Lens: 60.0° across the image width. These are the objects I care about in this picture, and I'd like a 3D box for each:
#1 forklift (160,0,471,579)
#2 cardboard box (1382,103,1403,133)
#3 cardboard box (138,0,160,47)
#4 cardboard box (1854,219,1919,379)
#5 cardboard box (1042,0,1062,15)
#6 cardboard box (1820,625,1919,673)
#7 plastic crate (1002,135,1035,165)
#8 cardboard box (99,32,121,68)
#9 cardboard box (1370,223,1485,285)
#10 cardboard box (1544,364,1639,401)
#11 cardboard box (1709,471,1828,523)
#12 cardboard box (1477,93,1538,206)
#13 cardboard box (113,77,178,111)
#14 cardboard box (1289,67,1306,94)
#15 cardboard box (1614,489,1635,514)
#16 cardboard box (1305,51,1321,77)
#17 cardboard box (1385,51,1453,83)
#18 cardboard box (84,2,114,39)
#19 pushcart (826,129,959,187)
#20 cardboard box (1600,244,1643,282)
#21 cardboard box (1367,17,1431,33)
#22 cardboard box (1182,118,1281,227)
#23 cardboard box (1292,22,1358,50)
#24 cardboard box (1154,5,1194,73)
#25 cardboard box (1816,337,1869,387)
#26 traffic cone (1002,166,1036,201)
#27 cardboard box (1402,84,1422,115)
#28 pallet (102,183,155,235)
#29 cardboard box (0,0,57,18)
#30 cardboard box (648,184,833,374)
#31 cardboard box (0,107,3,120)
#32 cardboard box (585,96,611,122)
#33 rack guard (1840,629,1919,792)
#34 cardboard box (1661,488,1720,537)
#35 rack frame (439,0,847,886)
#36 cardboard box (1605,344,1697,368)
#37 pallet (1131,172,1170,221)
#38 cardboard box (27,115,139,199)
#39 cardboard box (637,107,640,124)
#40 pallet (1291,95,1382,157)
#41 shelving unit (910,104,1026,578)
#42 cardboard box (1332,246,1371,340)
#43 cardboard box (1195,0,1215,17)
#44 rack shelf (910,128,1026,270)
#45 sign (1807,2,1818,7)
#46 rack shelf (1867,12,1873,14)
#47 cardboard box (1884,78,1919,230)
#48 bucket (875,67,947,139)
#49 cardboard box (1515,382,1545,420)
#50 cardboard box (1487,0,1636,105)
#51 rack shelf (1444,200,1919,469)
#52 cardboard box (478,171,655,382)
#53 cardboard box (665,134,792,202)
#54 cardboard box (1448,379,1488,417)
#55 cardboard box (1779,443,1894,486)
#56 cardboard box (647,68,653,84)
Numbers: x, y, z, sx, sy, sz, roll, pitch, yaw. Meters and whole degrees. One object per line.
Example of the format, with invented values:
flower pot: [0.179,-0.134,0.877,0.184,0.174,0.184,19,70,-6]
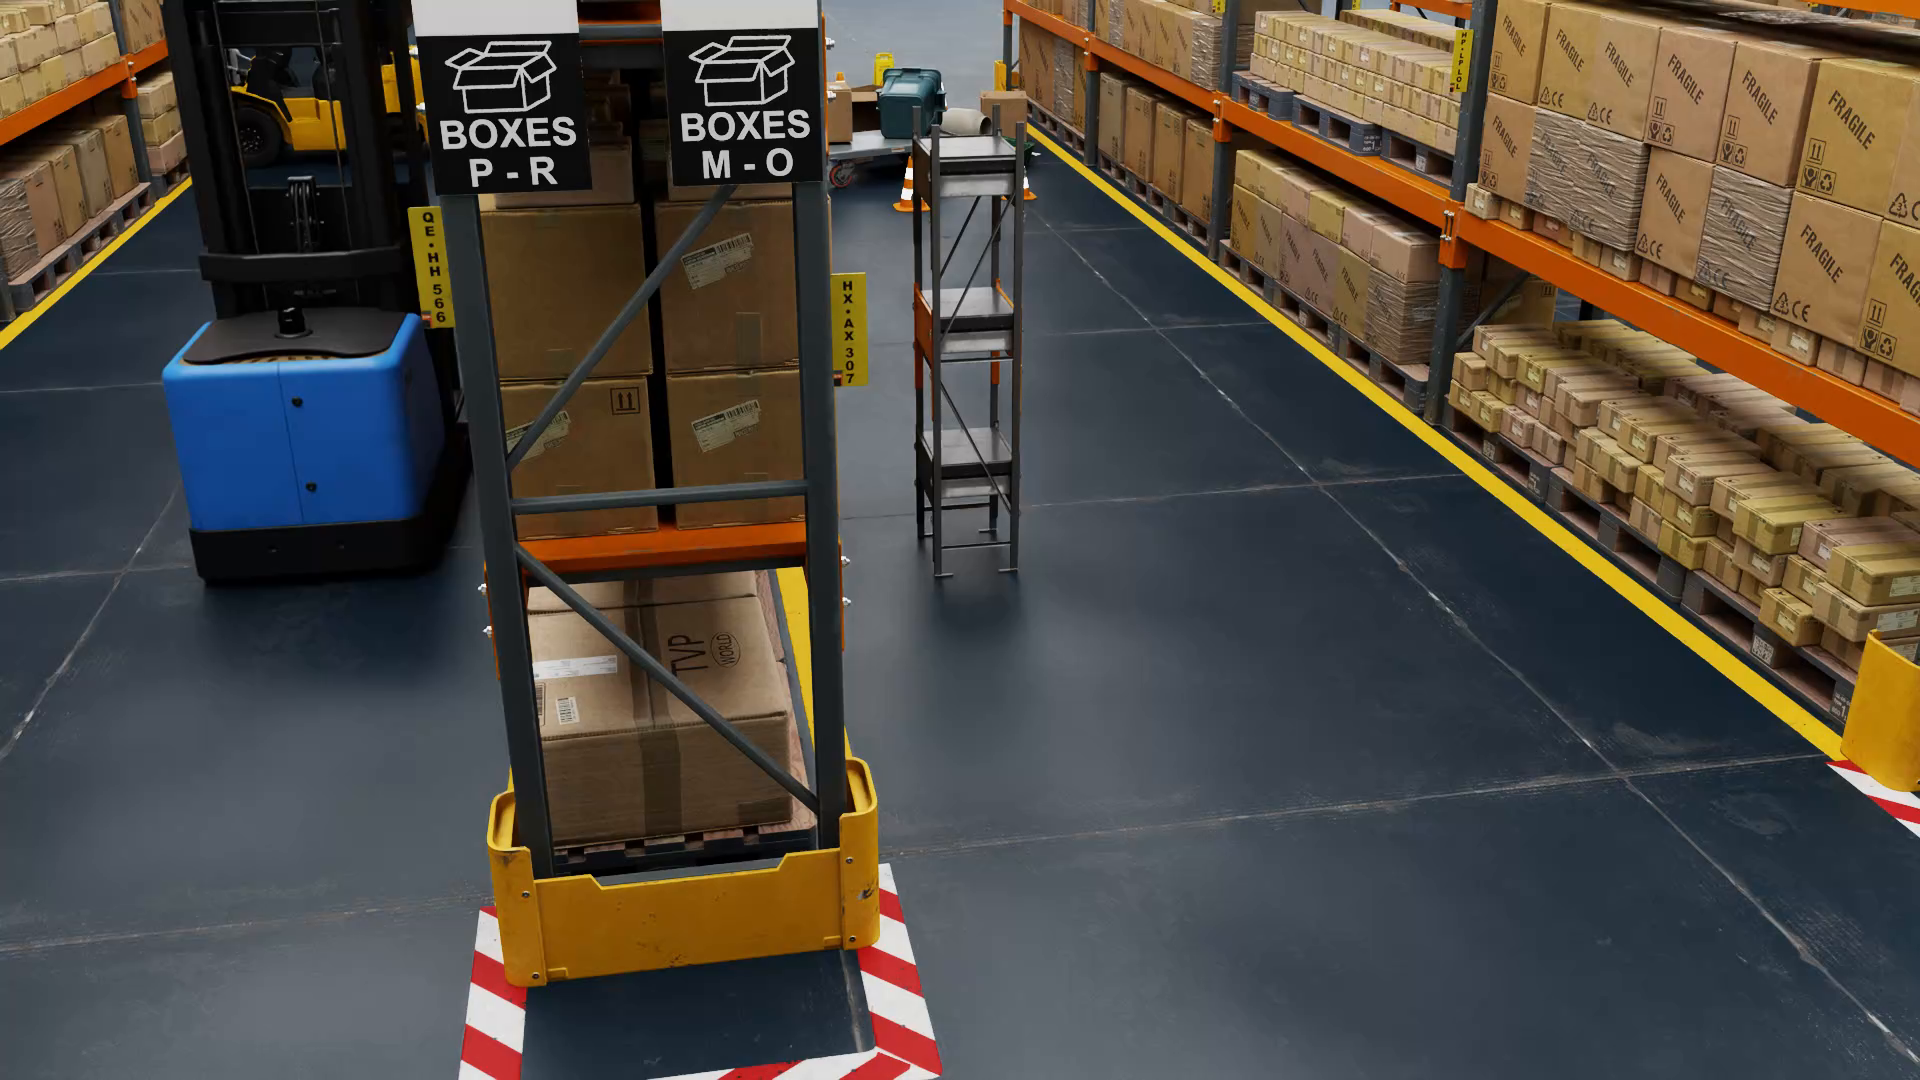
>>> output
forklift: [-3.253,-1.721,8.529,1.130,2.935,3.031,-4,24,-9]
cardboard box: [2.843,-2.614,10.276,0.380,0.149,0.250,-6,24,-12]
cardboard box: [-7.891,-4.911,15.622,0.500,0.500,0.500,-4,24,-9]
cardboard box: [3.653,-0.862,5.980,0.500,0.500,0.500,-4,24,-9]
cardboard box: [1.386,-6.092,18.264,0.875,0.550,0.500,-4,24,-10]
cardboard box: [3.687,0.400,6.624,0.380,0.149,0.250,-4,24,-9]
plastic crate: [0.451,-3.952,16.992,0.450,0.188,0.662,17,27,13]
cardboard box: [-7.603,-4.220,14.352,0.500,0.250,0.500,-4,24,-9]
cardboard box: [2.863,-1.761,10.195,0.500,0.250,0.500,-5,24,-11]
cardboard box: [3.268,-0.794,8.615,0.380,0.149,0.250,-5,24,-11]
cardboard box: [3.494,-0.173,7.192,0.380,0.149,0.250,-5,24,-12]
cardboard box: [3.094,-2.065,8.733,0.500,0.500,0.500,-5,24,-11]
cardboard box: [-7.819,-4.274,15.949,0.500,0.250,0.500,-4,24,-10]
cardboard box: [2.546,-3.238,11.705,0.380,0.149,0.250,-3,24,-7]
cardboard box: [3.405,-0.210,8.020,0.380,0.149,0.250,-4,24,-8]
cardboard box: [2.599,-3.269,11.406,0.380,0.149,0.250,-4,24,-10]
cardboard box: [2.838,-2.900,10.188,0.380,0.149,0.250,-4,24,-10]
cardboard box: [-7.611,-4.454,14.263,0.500,0.250,0.500,-5,24,-11]
pushcart: [-0.844,-3.823,16.532,1.648,0.377,0.936,-13,27,-28]
cardboard box: [3.272,-1.331,7.863,0.380,0.149,0.250,-3,24,-7]
cardboard box: [3.144,-3.658,11.925,0.380,0.149,0.250,-4,24,-8]
cardboard box: [2.486,-3.077,13.833,1.050,0.750,0.750,-5,24,-10]
cardboard box: [2.547,-3.517,11.600,0.380,0.149,0.250,-5,24,-12]
cardboard box: [1.980,-4.265,14.143,0.500,0.500,0.500,-5,24,-11]
cardboard box: [3.581,-0.713,6.448,0.380,0.149,0.250,-5,24,-10]
traffic cone: [0.534,-3.441,15.550,0.336,0.463,0.334,-4,24,-10]
cardboard box: [2.889,-2.653,9.994,0.380,0.149,0.250,-3,24,-7]
pallet: [-7.778,-2.903,14.633,1.003,0.211,1.213,-4,24,-10]
cardboard box: [-7.406,-4.192,13.166,0.380,0.149,0.250,-4,24,-9]
cardboard box: [-0.666,-0.830,5.029,0.500,0.500,0.500,-5,24,-11]
cardboard box: [-7.055,-3.018,11.600,0.500,0.250,0.500,-4,24,-10]
cardboard box: [-1.327,-1.340,5.385,0.380,0.149,0.250,-4,24,-9]
rack guard: [3.975,0.593,6.267,1.175,0.500,0.348,-4,24,-10]
cardboard box: [3.405,-0.138,7.485,0.380,0.149,0.250,-4,24,-9]
rack frame: [-0.857,-0.116,4.769,1.000,3.000,0.127,-4,24,-10]
cardboard box: [3.710,-0.939,8.946,0.380,0.149,0.250,-5,24,-10]
pallet: [2.216,-3.186,15.281,1.003,0.211,1.213,-4,24,-10]
cardboard box: [-7.846,-3.367,14.655,0.875,0.625,0.625,-3,24,-7]
cardboard box: [-1.525,-2.247,9.210,0.500,0.250,0.500,-4,24,-9]
pallet: [2.916,-2.806,11.166,1.003,0.211,1.213,-4,24,-10]
shelving unit: [0.031,-0.897,7.681,0.431,2.100,0.503,-4,24,-10]
cardboard box: [2.771,-1.617,10.803,0.500,0.500,0.500,-5,24,-11]
cardboard box: [2.342,-4.549,13.545,0.700,0.500,0.500,-5,24,-11]
rack shelf: [0.031,-1.526,7.406,0.431,0.518,0.480,-4,24,-10]
sign: [6.872,-4.447,13.337,0.100,0.325,0.005,-4,24,-10]
rack shelf: [11.161,-6.394,20.040,1.077,0.370,4.000,-4,24,-10]
cardboard box: [3.660,-1.324,5.789,0.500,0.500,0.500,-5,24,-11]
bucket: [-0.521,-4.322,16.589,0.726,0.611,0.620,4,34,9]
cardboard box: [3.218,-0.766,8.921,0.380,0.149,0.250,-4,24,-10]
cardboard box: [3.094,-2.541,8.574,0.500,0.500,0.500,-4,24,-8]
rack shelf: [3.619,-0.980,7.644,1.077,0.370,4.000,-4,24,-10]
cardboard box: [-1.180,-0.792,4.943,0.500,0.500,0.500,-4,24,-8]
cardboard box: [-0.650,-1.078,4.786,0.380,0.149,0.250,-4,24,-9]
cardboard box: [3.001,-0.815,9.405,0.380,0.149,0.250,-5,24,-12]
cardboard box: [3.967,-0.322,7.533,0.380,0.149,0.250,-3,24,-8]
cardboard box: [-1.052,-1.886,6.636,0.380,0.149,0.250,-5,24,-11]
